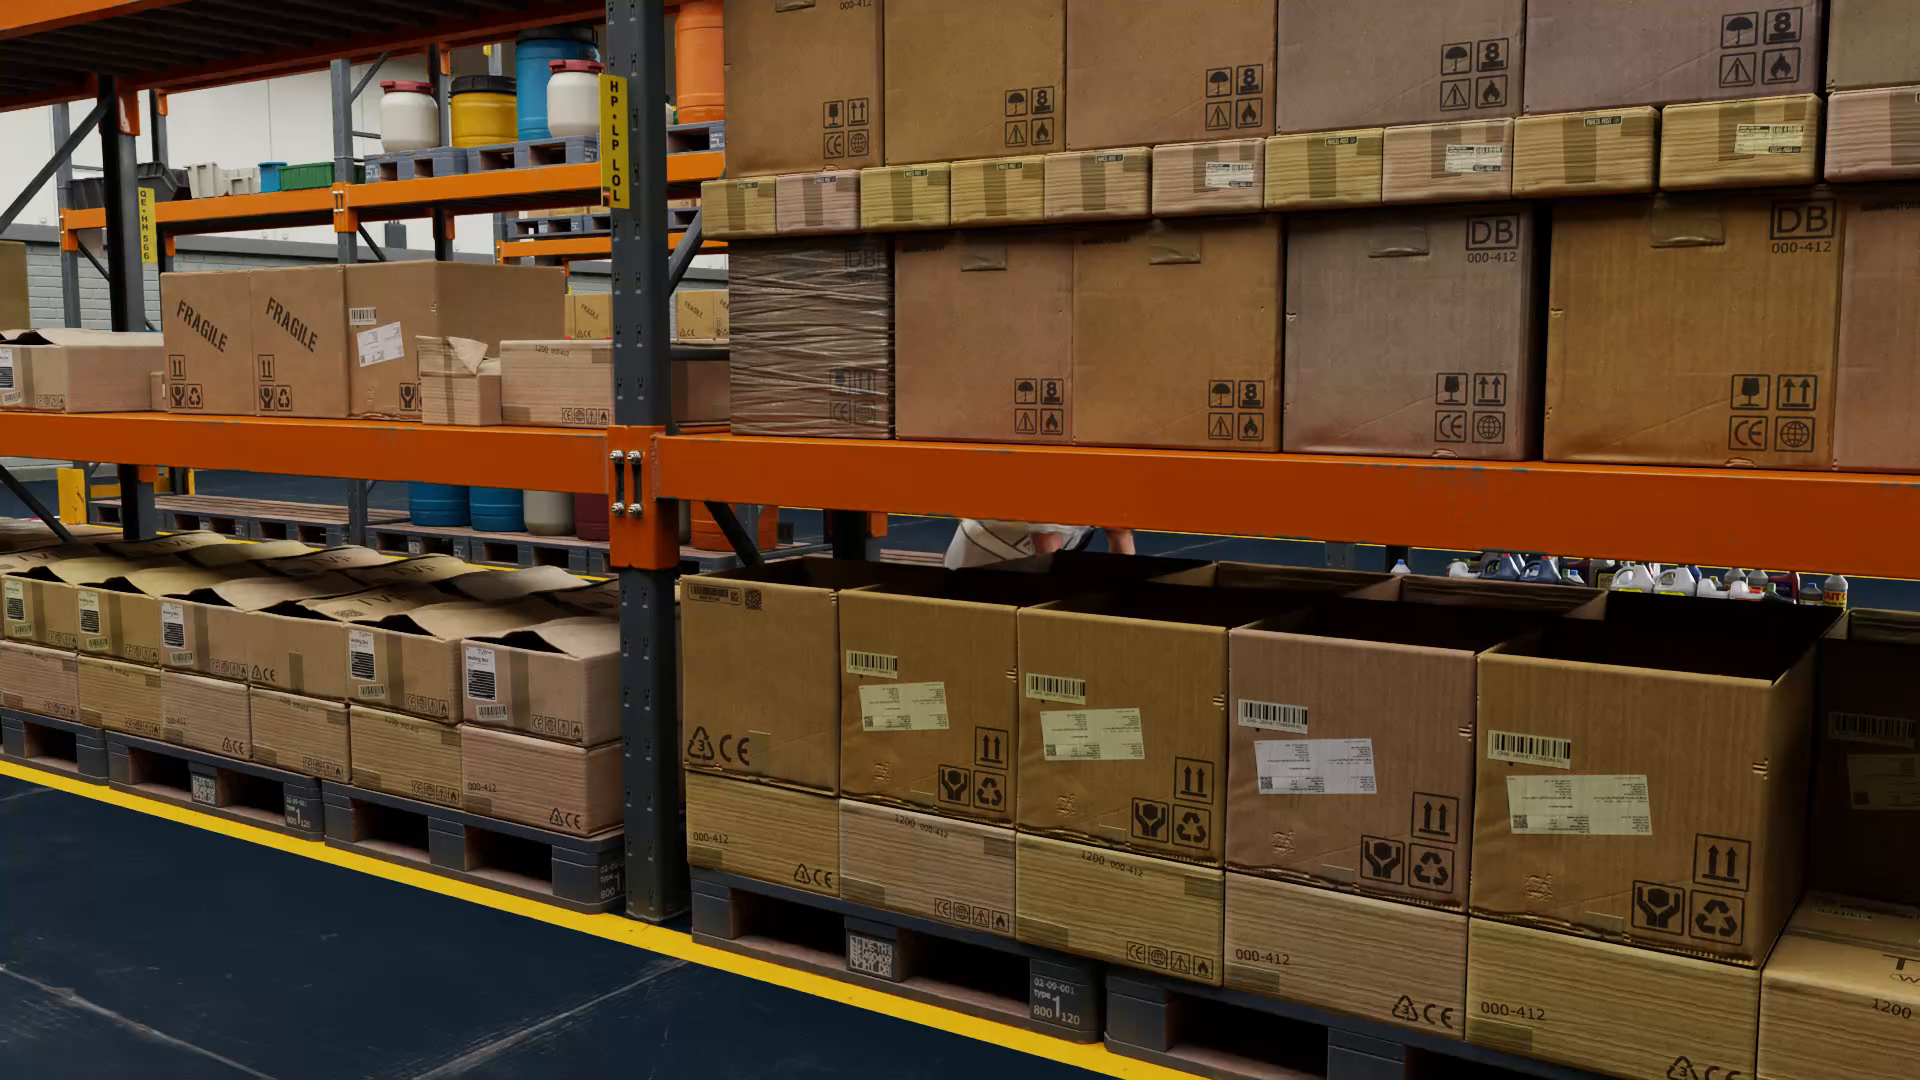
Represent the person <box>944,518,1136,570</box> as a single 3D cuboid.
[{"bbox_3d":[0.362,0.164,5.980,0.823,1.383,0.590,5,8,37],"label":"person"}]
